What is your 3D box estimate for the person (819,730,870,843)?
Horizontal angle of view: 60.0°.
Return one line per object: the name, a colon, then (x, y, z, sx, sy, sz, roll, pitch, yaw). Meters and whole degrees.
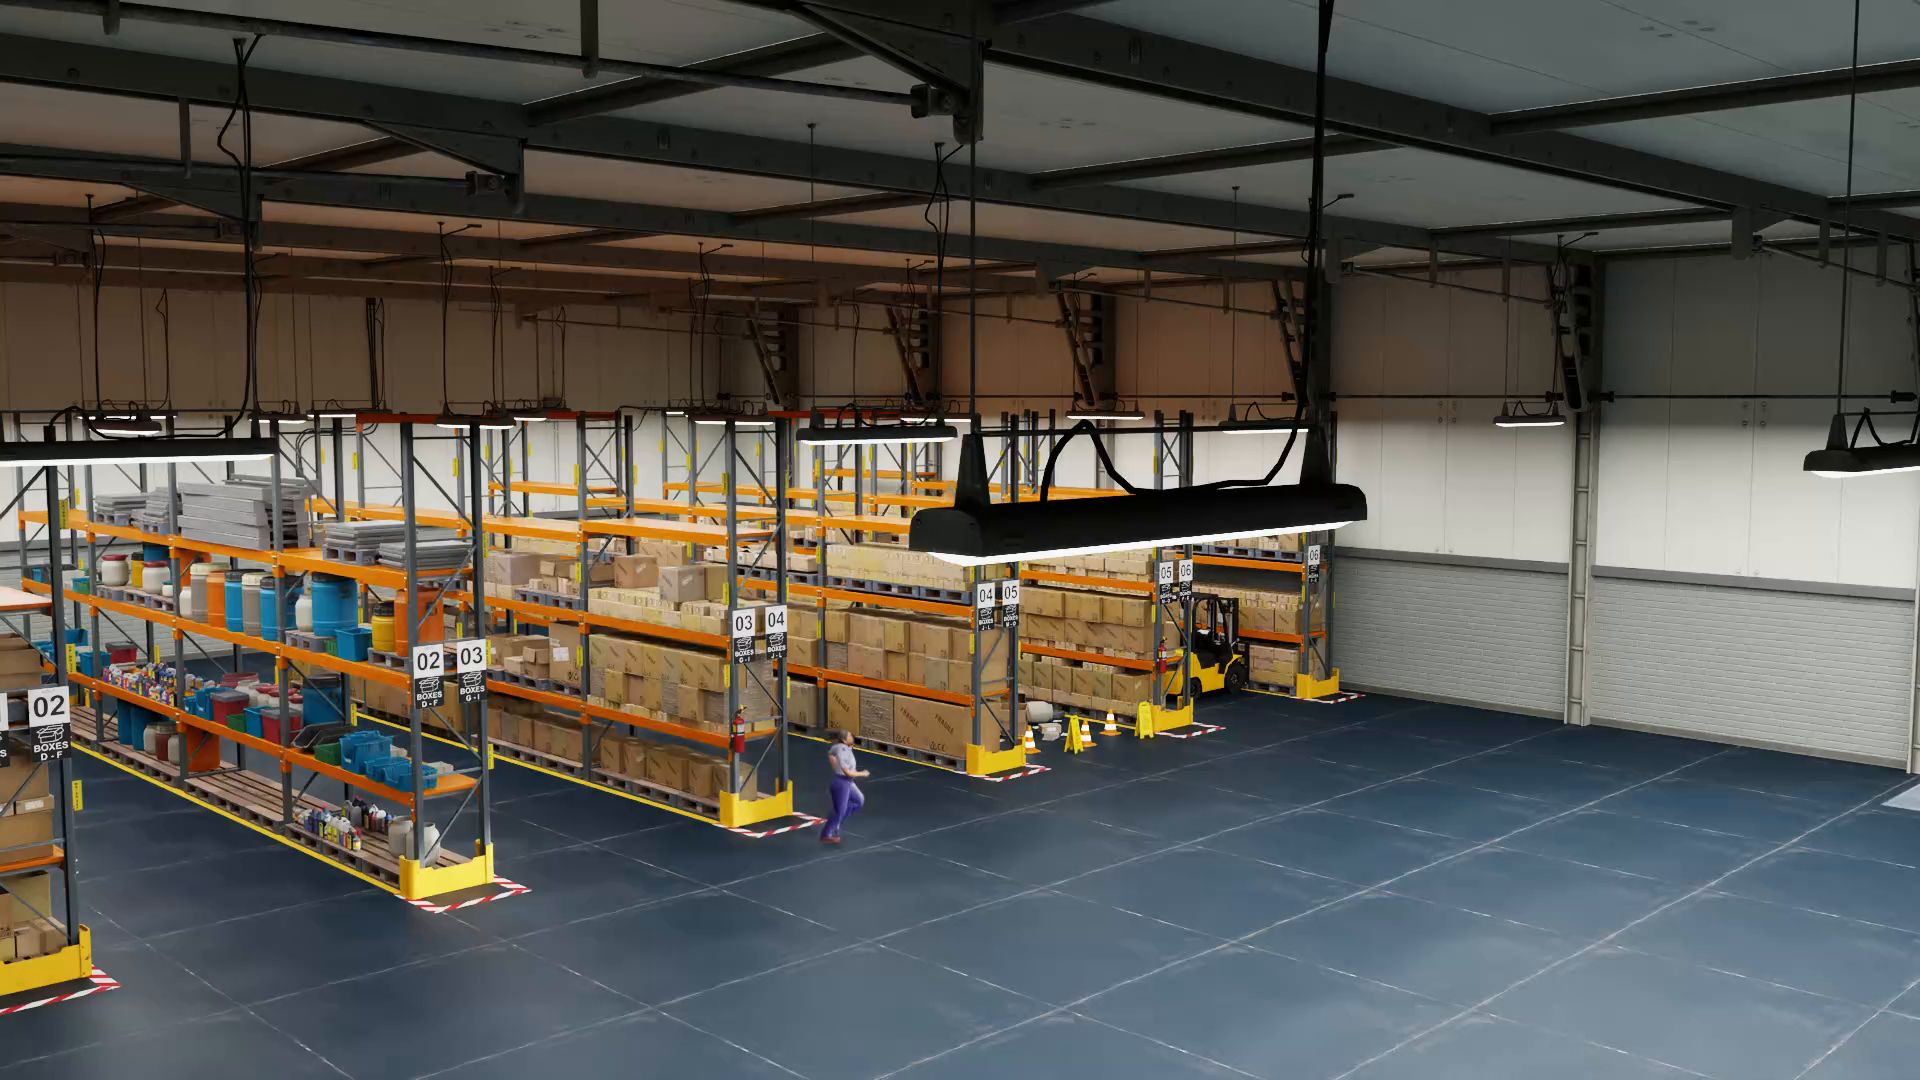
person: (-1.640, 3.474, 23.641, 0.720, 1.596, 0.629, 0, 5, -3)
